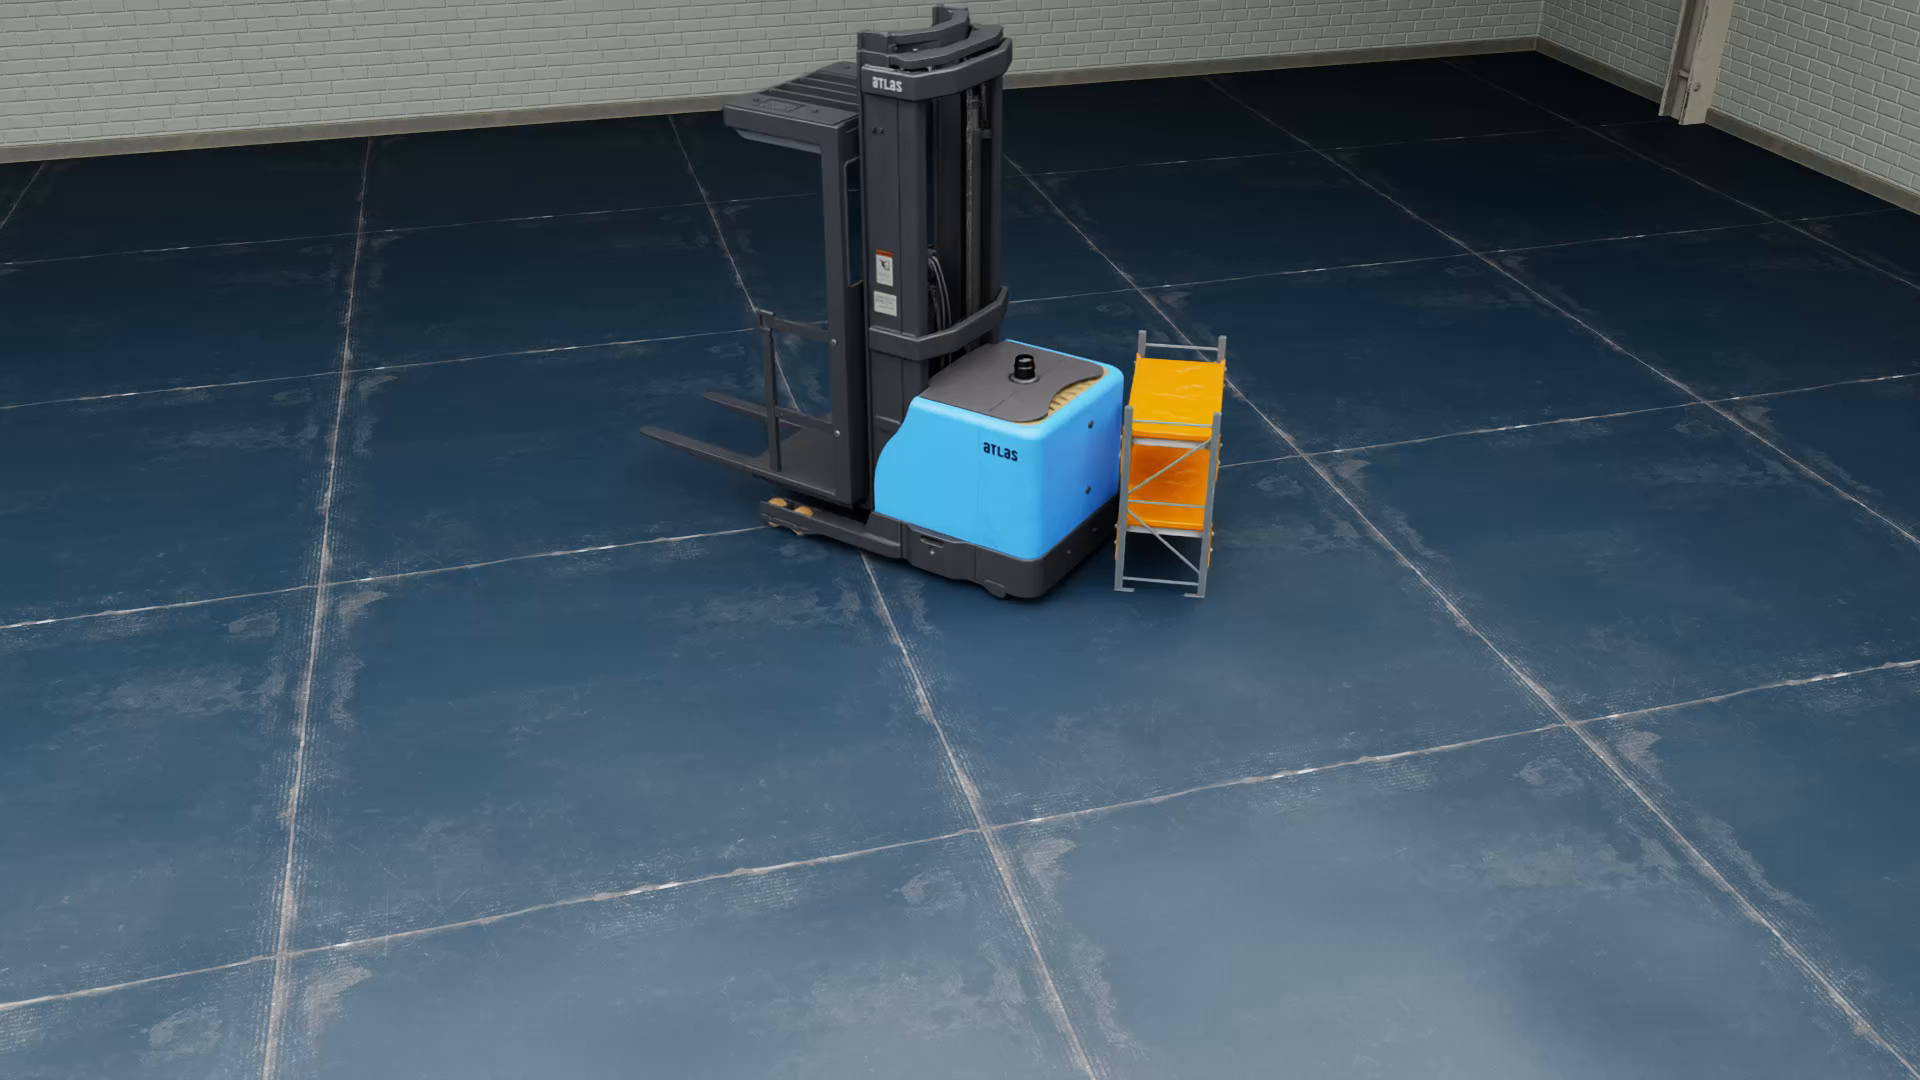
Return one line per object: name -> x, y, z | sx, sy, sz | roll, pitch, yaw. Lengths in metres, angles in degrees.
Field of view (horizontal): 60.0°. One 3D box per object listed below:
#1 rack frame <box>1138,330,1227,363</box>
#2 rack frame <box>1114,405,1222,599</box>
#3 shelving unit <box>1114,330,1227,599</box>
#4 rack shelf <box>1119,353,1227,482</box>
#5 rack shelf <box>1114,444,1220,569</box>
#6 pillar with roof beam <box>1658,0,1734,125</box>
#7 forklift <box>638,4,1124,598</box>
rack frame -> 1.276, -0.694, 9.824 | 0.500, 1.125, 0.032 | 5, 30, 8
rack frame -> 1.111, -0.191, 8.956 | 0.500, 1.125, 0.032 | 5, 30, 8
shelving unit -> 1.193, -0.442, 9.390 | 0.538, 1.125, 1.048 | 5, 30, 8
rack shelf -> 1.194, -0.696, 9.243 | 0.538, 0.278, 1.000 | 5, 30, 8
rack shelf -> 1.192, -0.231, 9.512 | 0.538, 0.278, 1.000 | 5, 30, 8
pillar with roof beam -> 3.383, -7.718, 14.101 | 9.100, 9.000, 0.400 | -8, 31, -13
forklift -> -0.585, -1.500, 9.416 | 3.031, 2.935, 1.130 | 18, 35, 28
